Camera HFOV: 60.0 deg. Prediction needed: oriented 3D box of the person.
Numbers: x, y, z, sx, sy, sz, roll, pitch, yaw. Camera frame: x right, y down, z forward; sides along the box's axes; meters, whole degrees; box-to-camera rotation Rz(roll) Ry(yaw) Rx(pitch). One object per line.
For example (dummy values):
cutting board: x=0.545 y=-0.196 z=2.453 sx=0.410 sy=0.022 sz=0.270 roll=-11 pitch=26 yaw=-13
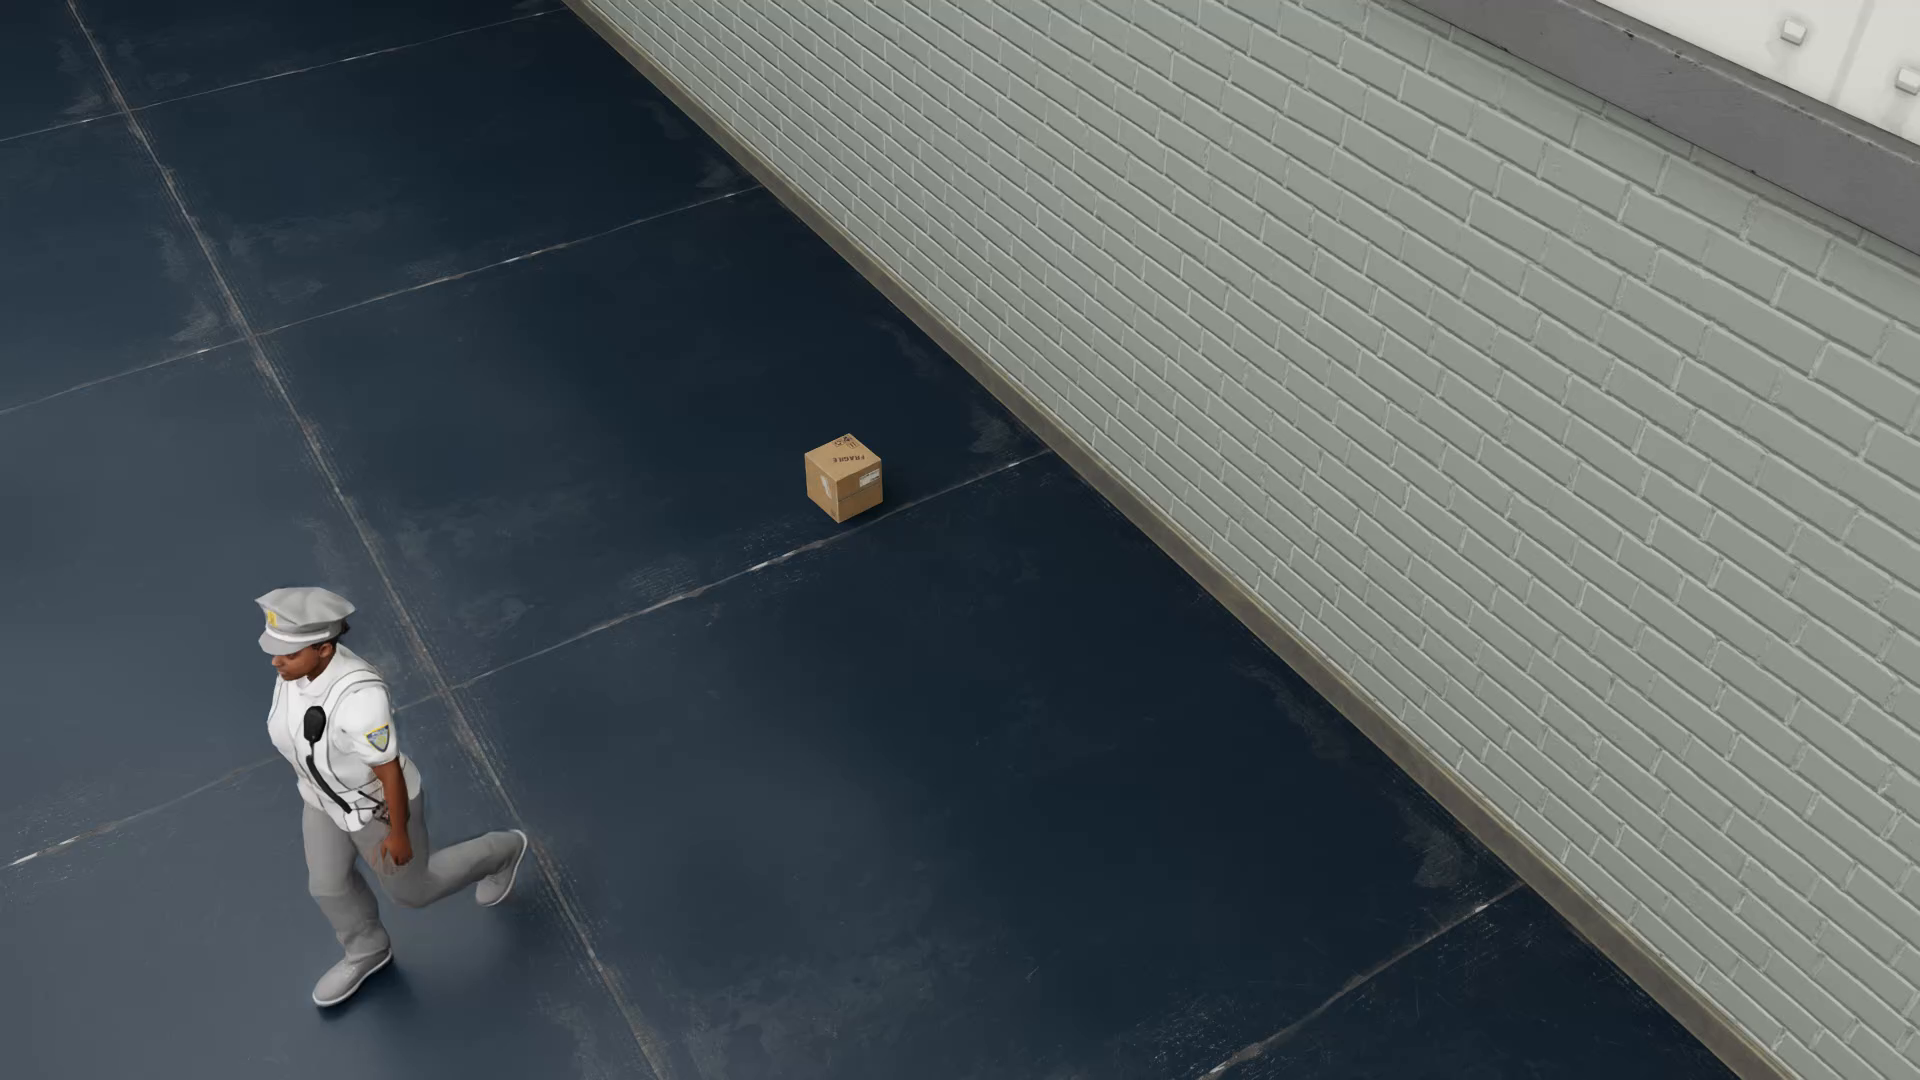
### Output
person: x=-1.835 y=0.767 z=5.239 sx=0.450 sy=1.659 sz=0.811 roll=26 pitch=47 yaw=27
